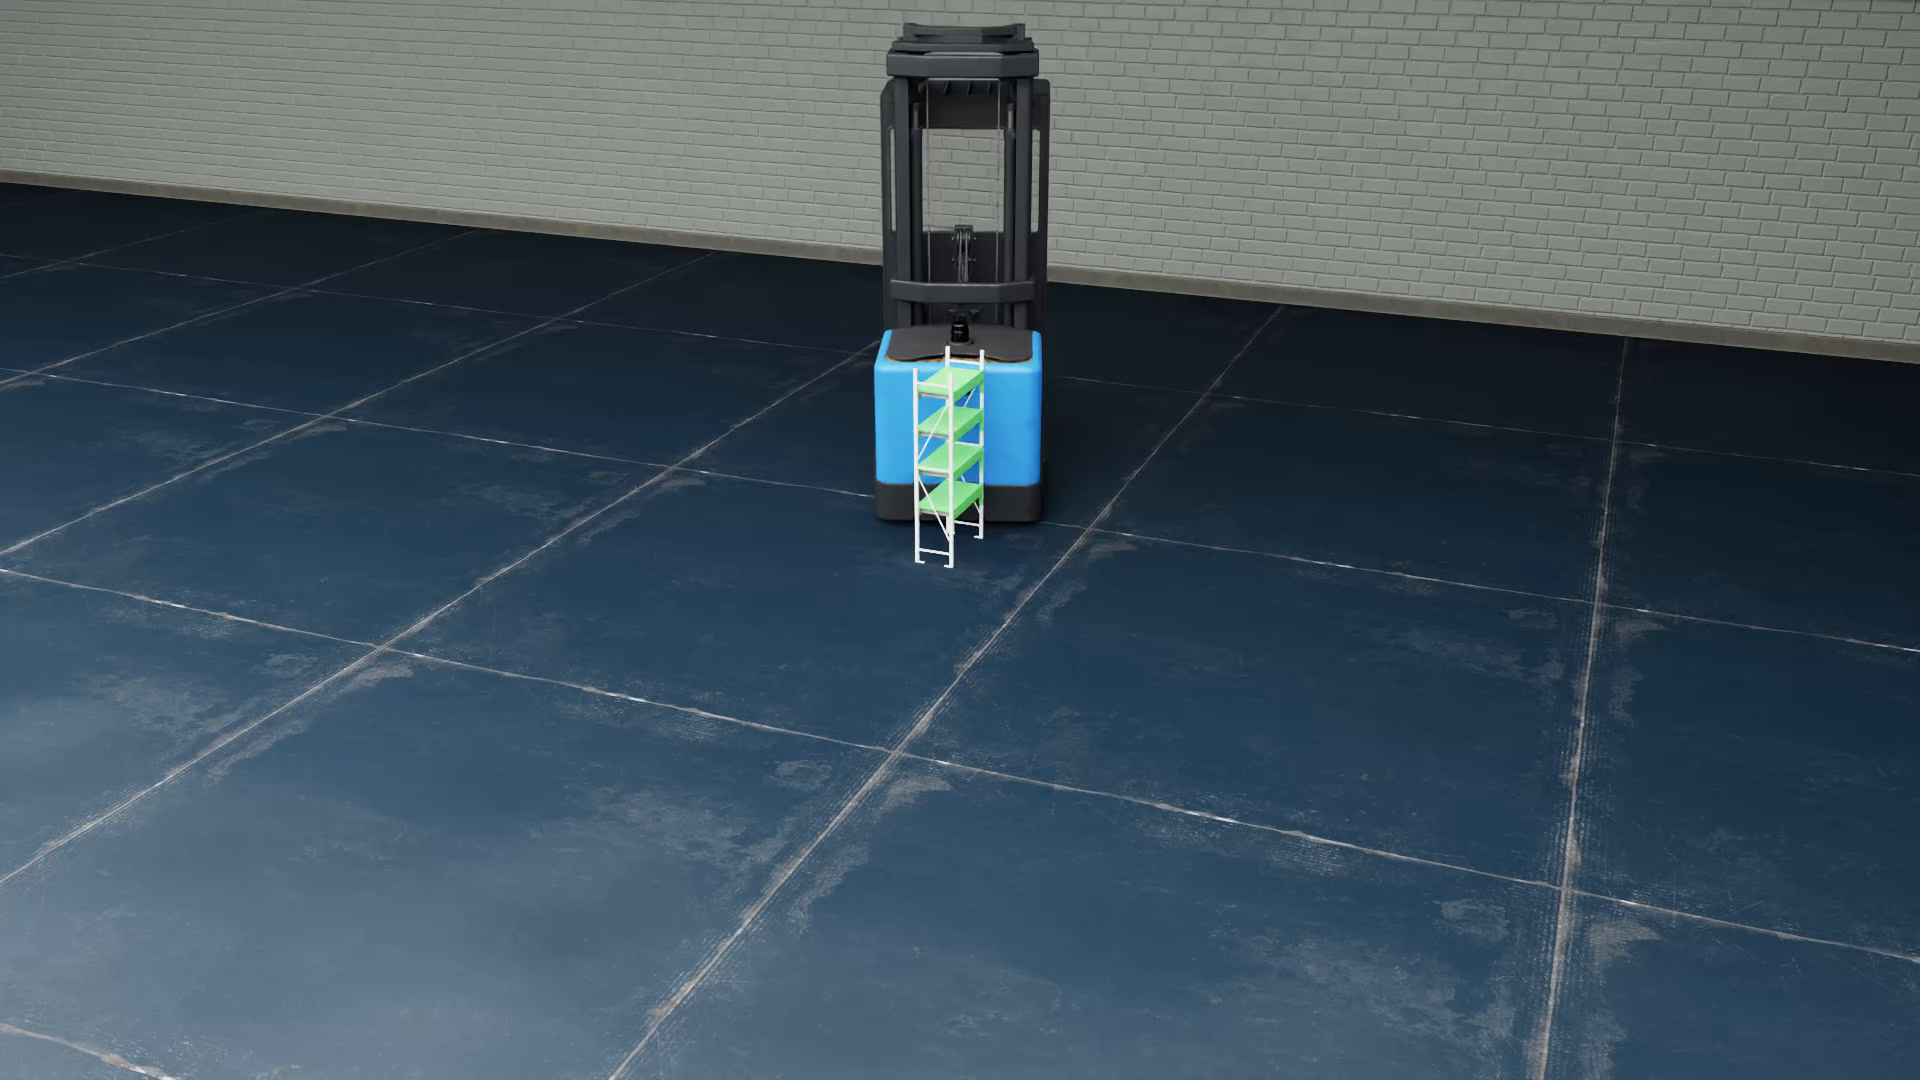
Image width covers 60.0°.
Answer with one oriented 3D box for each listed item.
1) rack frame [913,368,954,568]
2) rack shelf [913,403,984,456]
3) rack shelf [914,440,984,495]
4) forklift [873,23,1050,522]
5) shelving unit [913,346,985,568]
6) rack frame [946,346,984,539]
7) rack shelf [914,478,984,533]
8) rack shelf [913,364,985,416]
[{"bbox_3d":[-0.152,-0.407,9.668,0.240,1.200,0.015,9,24,20],"label":"rack frame"},{"bbox_3d":[-0.061,-0.657,9.809,0.258,0.148,0.480,9,24,20],"label":"rack shelf"},{"bbox_3d":[-0.061,-0.435,9.902,0.258,0.148,0.480,9,24,20],"label":"rack shelf"},{"bbox_3d":[0.043,-1.987,11.205,1.130,2.935,3.031,1,23,2],"label":"forklift"},{"bbox_3d":[-0.061,-0.494,9.877,0.258,1.200,0.503,9,24,20],"label":"shelving unit"},{"bbox_3d":[0.029,-0.582,10.086,0.240,1.200,0.015,9,24,20],"label":"rack frame"},{"bbox_3d":[-0.061,-0.214,9.994,0.258,0.148,0.480,9,24,20],"label":"rack shelf"},{"bbox_3d":[-0.061,-0.878,9.717,0.258,0.148,0.480,9,24,20],"label":"rack shelf"}]
